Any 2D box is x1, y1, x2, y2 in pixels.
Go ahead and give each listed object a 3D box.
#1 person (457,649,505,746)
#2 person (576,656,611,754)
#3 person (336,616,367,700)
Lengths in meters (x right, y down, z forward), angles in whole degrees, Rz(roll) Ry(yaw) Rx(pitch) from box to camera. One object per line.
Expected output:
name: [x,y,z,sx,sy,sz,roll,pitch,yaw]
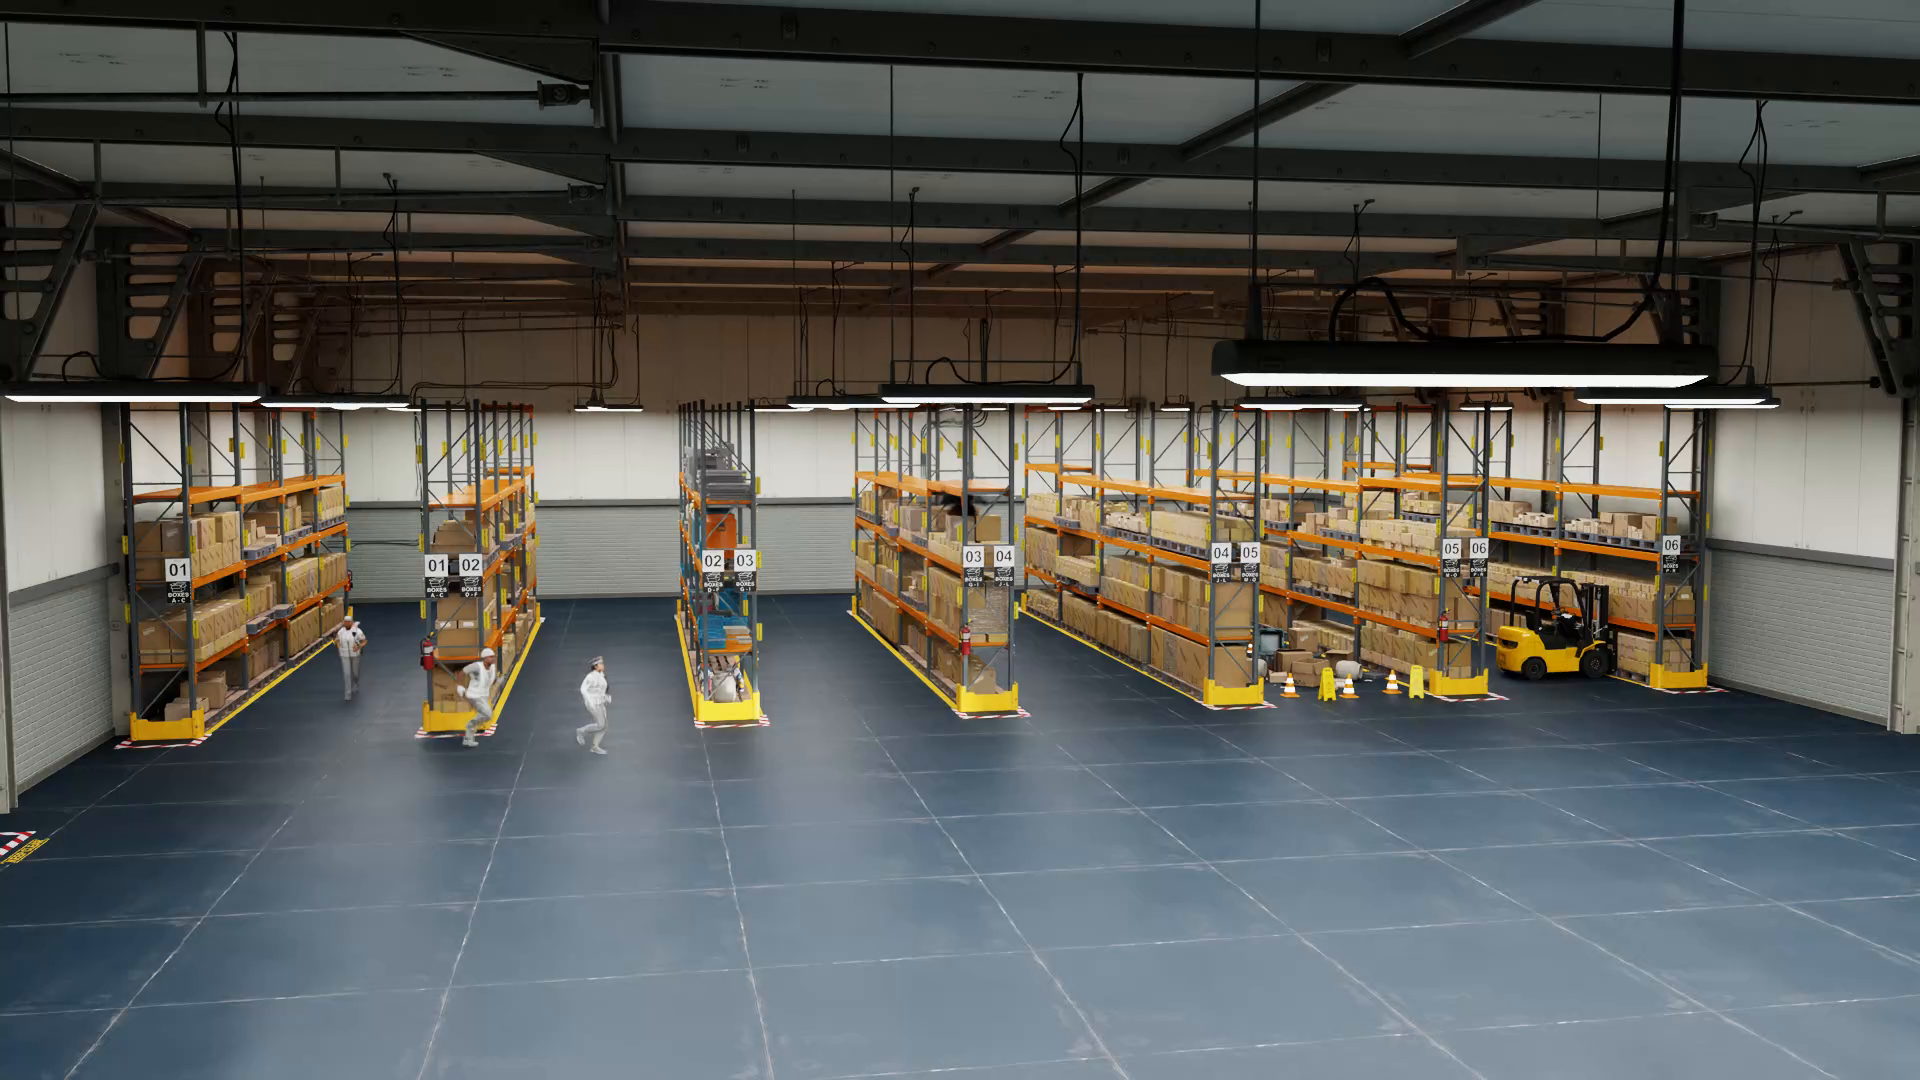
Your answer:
person: [-8.224,2.708,28.626,0.779,1.697,0.668,1,4,14]
person: [-6.218,2.780,28.192,0.543,1.659,0.635,1,4,11]
person: [-12.270,2.344,33.525,0.599,1.663,0.858,-1,4,-14]
